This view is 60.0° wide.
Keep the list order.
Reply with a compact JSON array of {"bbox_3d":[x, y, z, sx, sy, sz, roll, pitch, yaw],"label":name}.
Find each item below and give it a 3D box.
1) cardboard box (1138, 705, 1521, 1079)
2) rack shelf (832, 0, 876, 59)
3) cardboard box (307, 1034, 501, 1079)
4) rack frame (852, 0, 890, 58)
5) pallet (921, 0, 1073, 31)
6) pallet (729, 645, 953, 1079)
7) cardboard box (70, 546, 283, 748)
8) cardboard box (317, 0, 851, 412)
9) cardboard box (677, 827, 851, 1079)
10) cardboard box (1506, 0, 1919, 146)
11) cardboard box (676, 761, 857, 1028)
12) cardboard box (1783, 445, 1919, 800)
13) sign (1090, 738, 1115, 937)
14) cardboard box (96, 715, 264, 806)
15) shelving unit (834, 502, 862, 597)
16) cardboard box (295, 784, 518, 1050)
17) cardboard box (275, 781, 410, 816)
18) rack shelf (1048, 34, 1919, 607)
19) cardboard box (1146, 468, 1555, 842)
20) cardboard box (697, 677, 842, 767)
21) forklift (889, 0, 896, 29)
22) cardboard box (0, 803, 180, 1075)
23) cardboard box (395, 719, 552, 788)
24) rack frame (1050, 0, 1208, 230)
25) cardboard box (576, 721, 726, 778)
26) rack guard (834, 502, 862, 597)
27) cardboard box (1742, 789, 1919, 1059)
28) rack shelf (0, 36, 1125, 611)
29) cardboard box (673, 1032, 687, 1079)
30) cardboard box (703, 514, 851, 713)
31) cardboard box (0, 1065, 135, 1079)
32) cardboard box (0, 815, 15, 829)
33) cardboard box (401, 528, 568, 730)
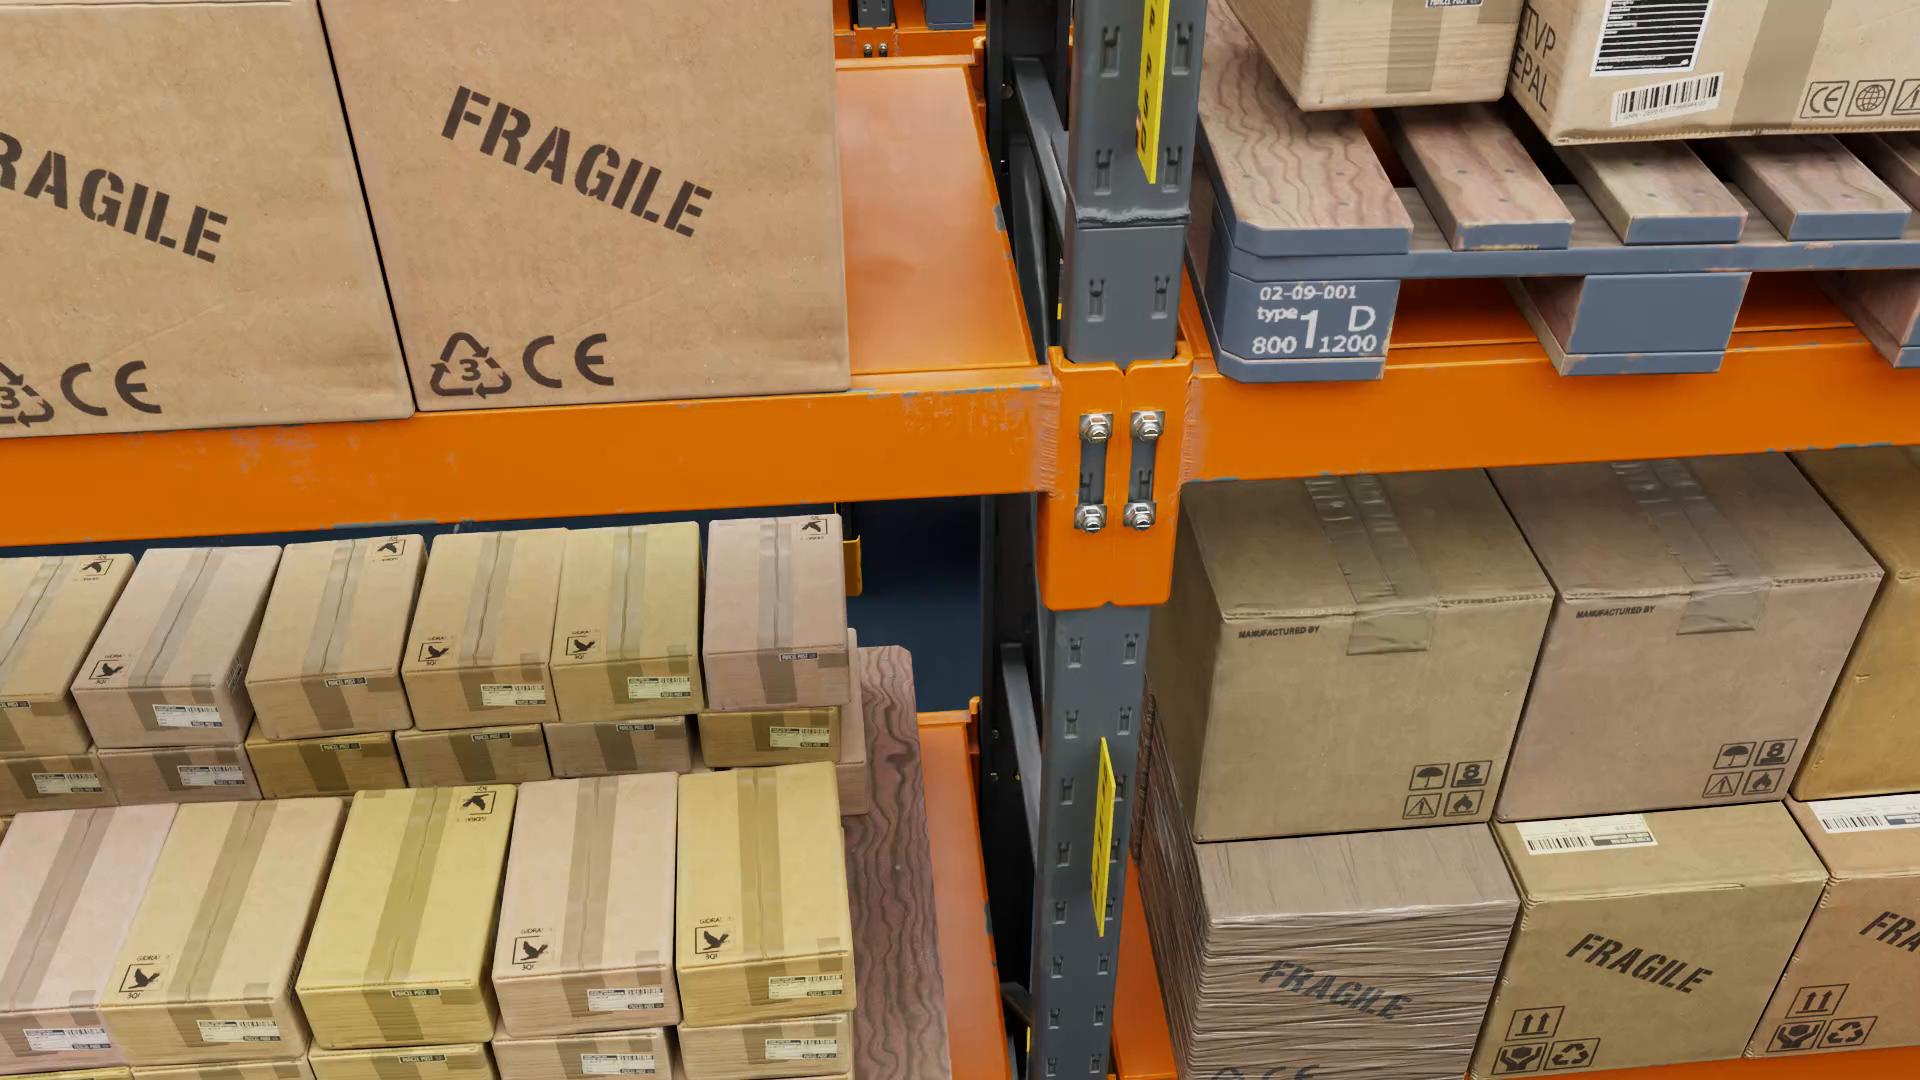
[{"bbox_3d":[0.619,0.625,2.956,0.500,0.500,0.500,-3,38,-3],"label":"cardboard box"},{"bbox_3d":[-2.383,-2.135,7.114,4.000,0.370,1.077,-3,38,-4],"label":"rack shelf"},{"bbox_3d":[-0.831,0.679,2.592,0.250,0.149,0.380,-2,38,-3],"label":"cardboard box"},{"bbox_3d":[-0.391,-2.527,7.031,0.127,3.000,1.000,-3,38,-4],"label":"rack frame"},{"bbox_3d":[0.309,-2.556,7.223,1.003,0.211,1.213,-3,38,-4],"label":"pallet"},{"bbox_3d":[-0.552,0.702,3.093,1.003,0.211,1.213,-3,38,-4],"label":"pallet"},{"bbox_3d":[-1.375,0.185,2.977,0.250,0.149,0.380,-1,38,-2],"label":"cardboard box"},{"bbox_3d":[-0.398,-0.507,1.968,0.500,0.500,0.500,-3,38,-4],"label":"cardboard box"},{"bbox_3d":[-0.304,0.647,2.632,0.250,0.149,0.380,-2,38,-3],"label":"cardboard box"},{"bbox_3d":[0.889,-0.729,1.983,0.500,0.311,0.500,-3,38,-4],"label":"cardboard box"},{"bbox_3d":[-0.299,0.532,2.538,0.250,0.149,0.380,-5,39,-6],"label":"cardboard box"},{"bbox_3d":[1.611,0.014,2.923,0.500,0.500,0.700,-4,38,-5],"label":"cardboard box"},{"bbox_3d":[0.206,0.433,2.409,0.005,0.325,0.100,-3,38,-4],"label":"sign"},{"bbox_3d":[-1.386,0.302,3.070,0.250,0.149,0.380,-3,38,-4],"label":"cardboard box"},{"bbox_3d":[0.076,-0.593,5.791,1.083,1.500,0.587,-3,38,-4],"label":"shelving unit"},{"bbox_3d":[-0.811,0.559,2.504,0.250,0.149,0.380,-2,38,-3],"label":"cardboard box"},{"bbox_3d":[-1.120,0.401,3.184,0.250,0.149,0.380,-1,38,-2],"label":"cardboard box"},{"bbox_3d":[2.140,-0.483,2.600,4.000,0.370,1.077,-3,38,-4],"label":"rack shelf"},{"bbox_3d":[0.596,0.072,2.850,0.500,0.500,0.700,-3,38,-4],"label":"cardboard box"},{"bbox_3d":[-0.351,0.242,3.146,0.250,0.149,0.380,-2,38,-2],"label":"cardboard box"},{"bbox_3d":[-0.860,-4.072,9.044,3.031,2.935,1.130,-4,38,-5],"label":"forklift"},{"bbox_3d":[-1.317,0.585,2.470,0.250,0.149,0.380,-3,38,-4],"label":"cardboard box"},{"bbox_3d":[-0.887,0.274,3.104,0.250,0.149,0.380,-4,38,-5],"label":"cardboard box"},{"bbox_3d":[0.148,-1.833,1.309,0.127,3.000,1.000,-3,38,-4],"label":"rack frame"},{"bbox_3d":[-0.583,0.370,3.223,0.250,0.149,0.380,-1,38,-2],"label":"cardboard box"},{"bbox_3d":[-0.420,-0.075,6.143,0.087,0.250,0.587,-3,38,-4],"label":"rack guard"},{"bbox_3d":[1.628,0.568,3.028,0.500,0.500,0.500,-3,38,-4],"label":"cardboard box"},{"bbox_3d":[-1.844,-0.264,2.322,4.000,0.370,1.077,-3,38,-4],"label":"rack shelf"},{"bbox_3d":[-0.550,0.779,2.705,0.250,0.149,0.380,-3,38,-4],"label":"cardboard box"},{"bbox_3d":[-0.334,0.128,3.049,0.250,0.149,0.380,-3,38,-4],"label":"cardboard box"},{"bbox_3d":[-1.329,0.704,2.559,0.250,0.149,0.380,-3,38,-4],"label":"cardboard box"},{"bbox_3d":[-1.636,0.430,3.148,0.250,0.149,0.380,-3,38,-3],"label":"cardboard box"},{"bbox_3d":[-0.841,0.155,3.015,0.250,0.149,0.380,-3,38,-4],"label":"cardboard box"}]
